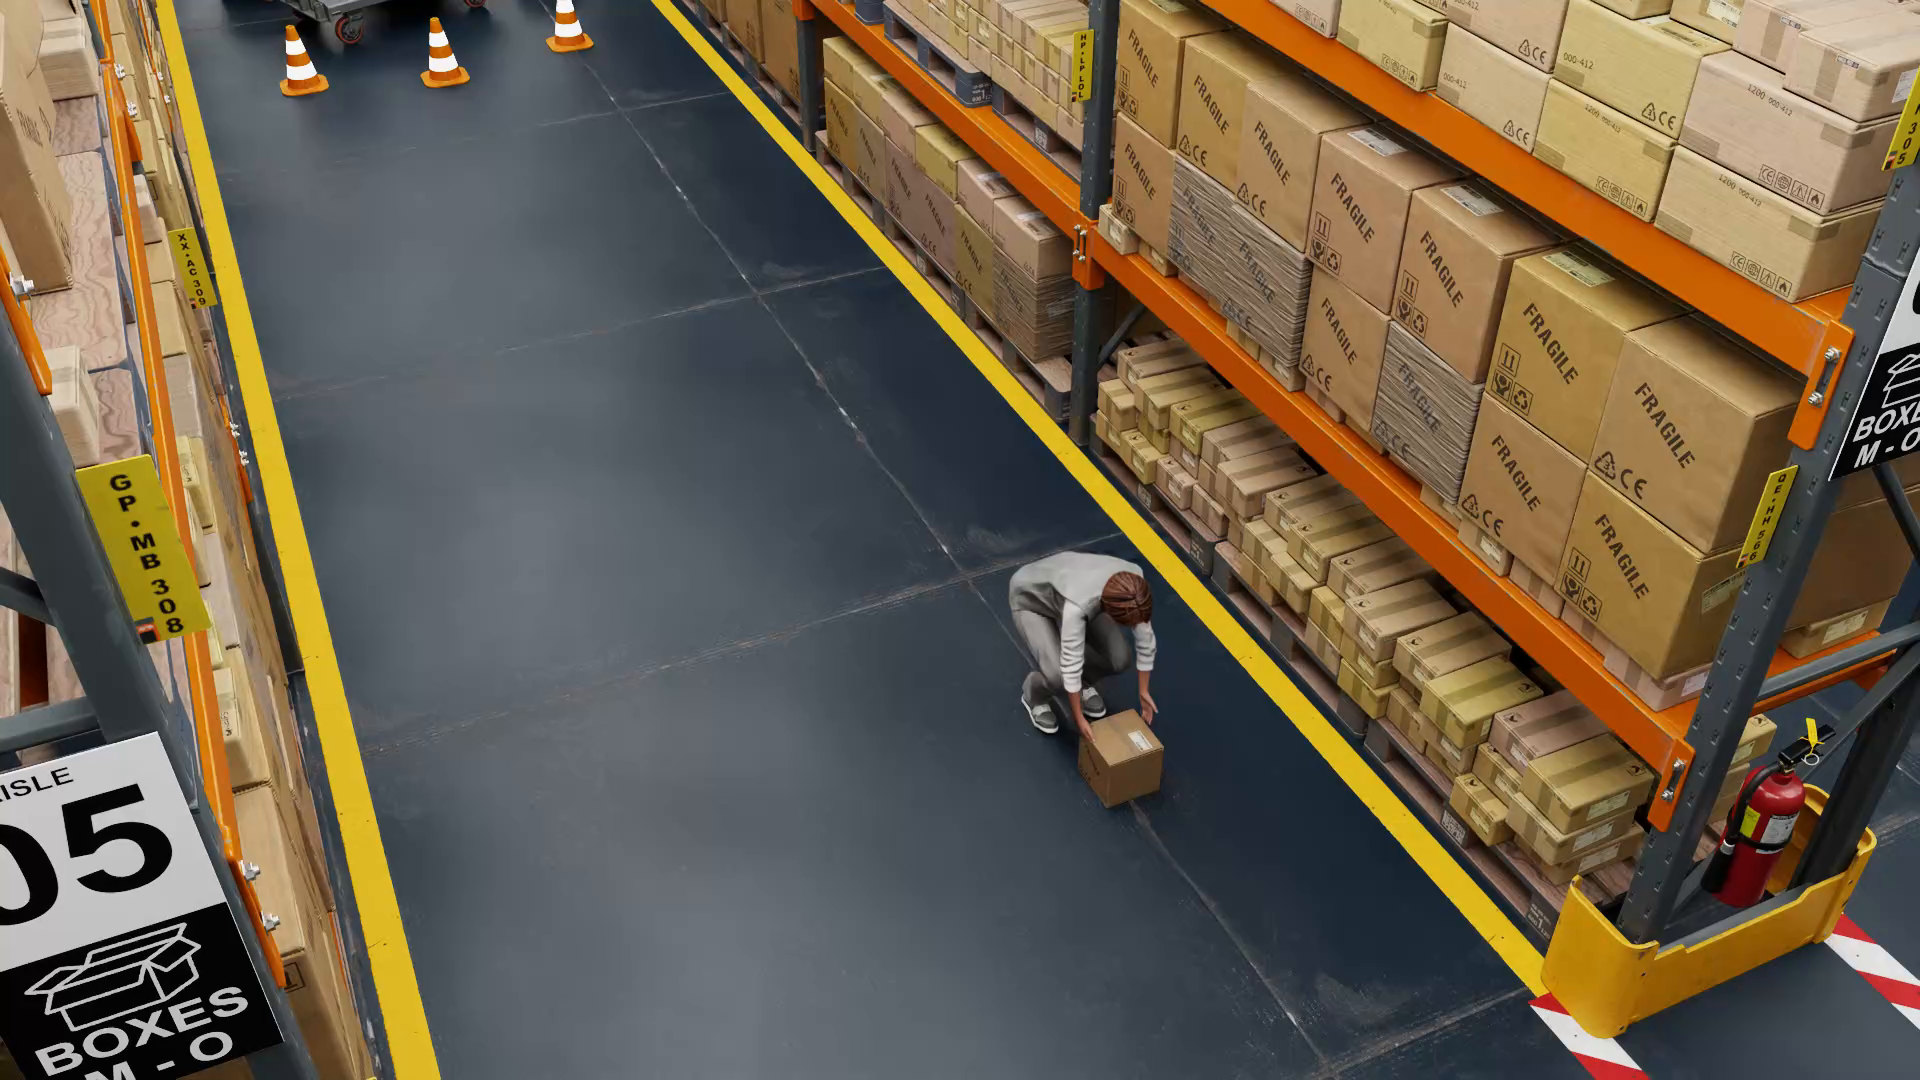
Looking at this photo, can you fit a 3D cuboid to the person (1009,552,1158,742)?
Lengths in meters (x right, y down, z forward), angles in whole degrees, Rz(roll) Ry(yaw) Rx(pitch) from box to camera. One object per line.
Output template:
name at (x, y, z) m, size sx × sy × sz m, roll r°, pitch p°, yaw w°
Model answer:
person at (0.508, 0.405, 6.885) m, size 0.453 × 0.931 × 0.780 m, roll -17°, pitch 41°, yaw -20°
